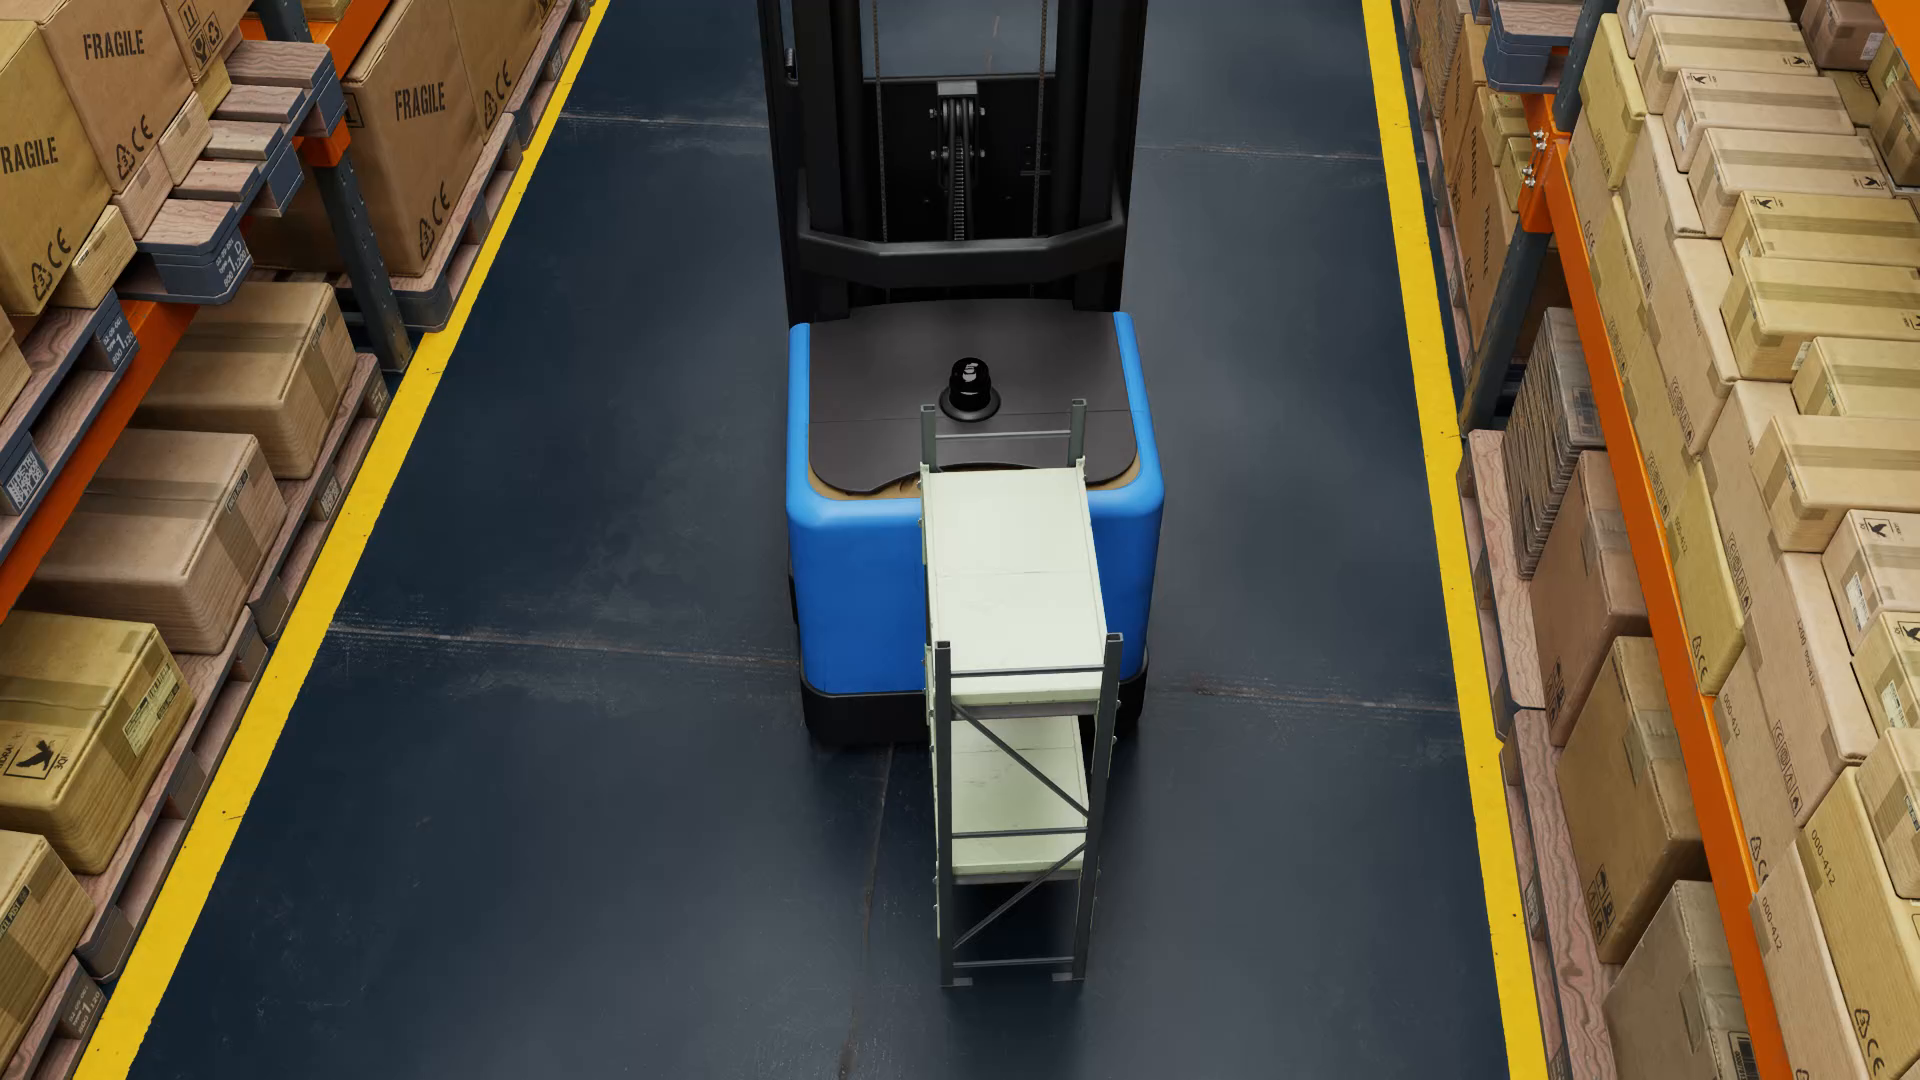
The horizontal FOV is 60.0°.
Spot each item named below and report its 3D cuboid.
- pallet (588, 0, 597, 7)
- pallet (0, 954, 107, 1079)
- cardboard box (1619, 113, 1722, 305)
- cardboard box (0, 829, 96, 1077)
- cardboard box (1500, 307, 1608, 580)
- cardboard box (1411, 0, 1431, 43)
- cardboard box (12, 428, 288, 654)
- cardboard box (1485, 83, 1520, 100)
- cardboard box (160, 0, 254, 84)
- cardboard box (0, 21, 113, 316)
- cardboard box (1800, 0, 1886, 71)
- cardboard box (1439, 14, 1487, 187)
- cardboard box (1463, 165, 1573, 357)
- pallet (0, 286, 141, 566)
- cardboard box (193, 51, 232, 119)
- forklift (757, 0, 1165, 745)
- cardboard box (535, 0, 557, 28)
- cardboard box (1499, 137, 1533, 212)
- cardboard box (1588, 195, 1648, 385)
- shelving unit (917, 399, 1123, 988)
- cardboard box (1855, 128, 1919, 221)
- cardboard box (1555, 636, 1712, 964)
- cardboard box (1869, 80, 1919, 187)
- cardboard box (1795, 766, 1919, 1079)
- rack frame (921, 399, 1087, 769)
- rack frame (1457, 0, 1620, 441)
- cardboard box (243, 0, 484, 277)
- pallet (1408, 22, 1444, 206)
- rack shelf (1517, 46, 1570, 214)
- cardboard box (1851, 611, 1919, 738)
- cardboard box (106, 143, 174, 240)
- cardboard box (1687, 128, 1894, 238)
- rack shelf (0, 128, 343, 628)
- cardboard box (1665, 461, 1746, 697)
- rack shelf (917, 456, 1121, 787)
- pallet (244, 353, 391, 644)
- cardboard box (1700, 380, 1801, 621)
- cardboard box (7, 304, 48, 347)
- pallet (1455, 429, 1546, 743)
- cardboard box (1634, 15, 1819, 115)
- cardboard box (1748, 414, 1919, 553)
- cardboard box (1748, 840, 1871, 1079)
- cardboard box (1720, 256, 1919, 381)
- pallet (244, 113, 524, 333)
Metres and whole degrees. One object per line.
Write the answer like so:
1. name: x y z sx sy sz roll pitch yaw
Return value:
1. pallet: -2.238 -3.145 8.483 1.003 0.211 1.213 4 48 4
2. pallet: -2.902 1.590 4.153 1.003 0.211 1.213 4 48 4
3. cardboard box: 2.006 -0.828 4.238 0.500 0.250 0.500 5 48 5
4. cardboard box: -2.864 1.052 4.251 0.950 0.372 0.625 7 48 6
5. cardboard box: 2.266 -0.270 5.289 0.875 0.625 0.625 5 48 5
6. cardboard box: 2.344 -2.526 7.437 0.500 0.500 0.500 3 48 2
7. cardboard box: -2.728 -0.016 5.228 0.950 0.372 0.625 3 48 3
8. cardboard box: 2.191 -1.678 6.222 0.380 0.149 0.250 2 48 2
9. cardboard box: -2.372 -1.642 4.665 0.500 0.500 0.500 3 48 2
10. cardboard box: -2.453 -0.890 3.977 0.500 0.500 0.500 1 48 1
11. cardboard box: 2.508 -1.388 4.479 0.380 0.149 0.250 5 48 5
12. cardboard box: 2.262 -1.763 6.739 0.500 0.500 0.500 6 48 5
13. cardboard box: 2.161 -1.011 6.051 0.500 0.500 0.500 5 48 5
14. pallet: -2.747 -0.197 4.027 1.003 0.211 1.213 4 48 4
15. cardboard box: -2.355 -1.317 4.807 0.380 0.149 0.250 5 48 4
16. forklift: -0.035 -1.448 5.088 1.130 2.935 3.031 -2 48 -2
17. cardboard box: -2.294 -2.957 7.577 0.875 0.875 0.875 5 48 5
18. cardboard box: 2.129 -1.285 5.862 0.380 0.149 0.250 2 48 2
19. cardboard box: 2.001 -0.658 4.421 0.500 0.250 0.500 3 48 3
20. shelving unit: 0.126 0.450 4.322 0.431 1.500 0.755 -2 48 -2
21. cardboard box: 2.527 -0.781 4.194 0.500 0.250 0.500 4 48 4
22. cardboard box: 2.153 0.705 4.397 0.875 0.625 0.625 2 48 2
23. cardboard box: 2.511 -1.002 4.126 0.380 0.149 0.250 4 48 3
24. cardboard box: 1.801 0.677 2.861 0.500 0.250 0.500 3 48 3
25. rack frame: 0.105 0.180 4.569 0.400 1.500 0.023 -2 48 -2
26. rack frame: 2.336 -1.388 4.986 1.000 3.000 0.127 4 48 4
27. cardboard box: -2.462 -1.645 6.377 0.875 0.875 0.875 3 48 3
28. pallet: 2.556 -1.887 7.333 1.003 0.211 1.213 4 48 4
29. rack shelf: 2.518 -2.614 6.596 1.077 0.370 4.000 4 48 4
30. cardboard box: 1.840 0.276 2.958 0.380 0.149 0.250 3 48 3
31. cardboard box: -2.364 -0.944 4.467 0.380 0.149 0.250 2 48 2
32. cardboard box: 1.982 -0.846 3.984 0.380 0.149 0.250 4 48 4
33. rack shelf: -2.790 -0.006 4.210 1.077 0.370 4.000 4 48 4
34. cardboard box: 1.913 0.102 3.726 0.500 0.250 0.500 5 48 5
35. rack shelf: 0.126 0.187 4.034 0.431 0.370 0.720 -2 48 -2
36. pallet: -2.680 -0.203 5.793 1.003 0.211 1.213 4 48 4
37. cardboard box: 1.918 -0.068 3.542 0.500 0.250 0.500 4 48 4
38. cardboard box: -2.524 -0.565 4.120 0.380 0.149 0.250 4 48 4
39. pallet: 2.222 0.156 5.464 1.003 0.211 1.213 4 48 4
40. cardboard box: 1.991 -1.230 4.335 0.380 0.149 0.250 5 48 4
41. cardboard box: 1.816 -0.108 3.308 0.380 0.149 0.250 3 48 2
42. cardboard box: 1.797 0.845 3.046 0.500 0.250 0.500 4 48 3
43. cardboard box: 1.907 -0.477 3.646 0.380 0.149 0.250 5 48 4
44. pallet: -2.460 -1.352 6.843 1.003 0.211 1.213 4 48 4
